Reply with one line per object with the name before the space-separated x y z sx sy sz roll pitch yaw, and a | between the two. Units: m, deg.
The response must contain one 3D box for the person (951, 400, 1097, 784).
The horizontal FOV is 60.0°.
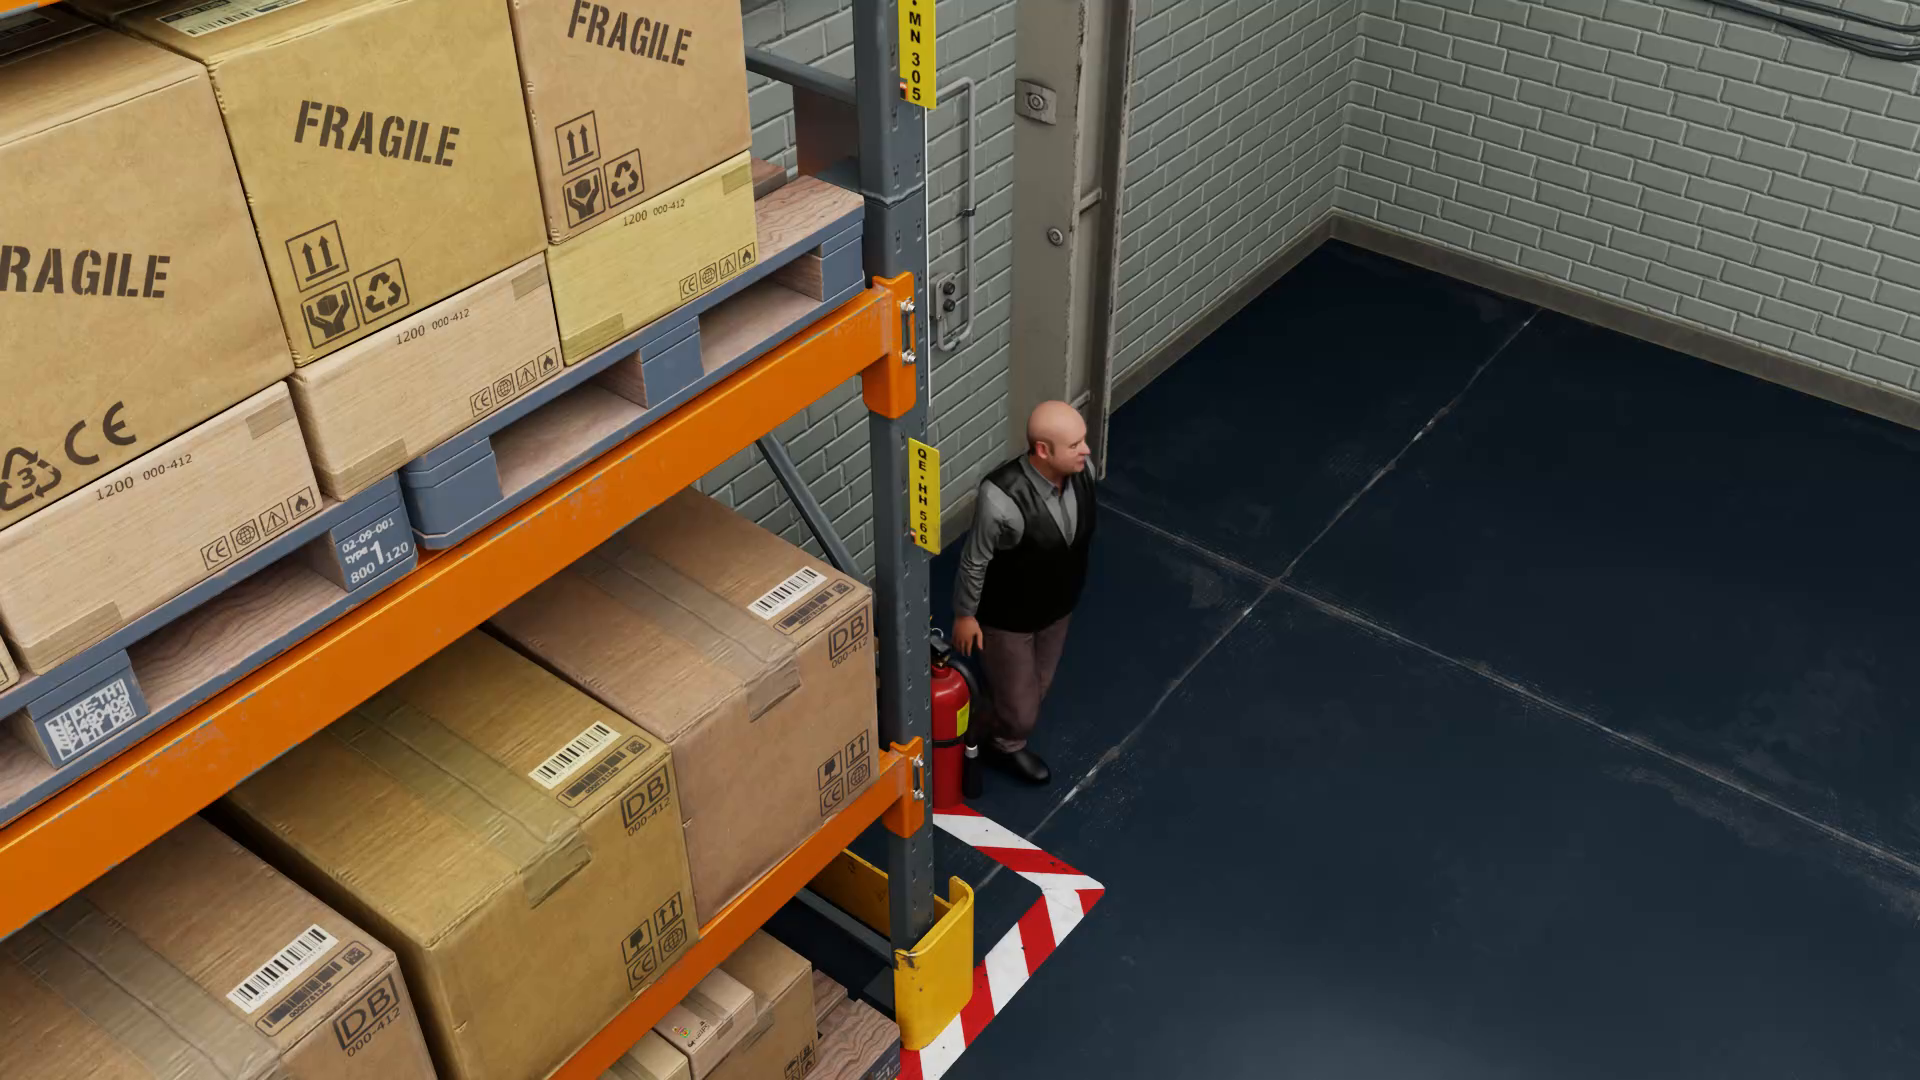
person | 0.198 0.205 5.902 0.583 1.712 0.488 -32 48 -33
